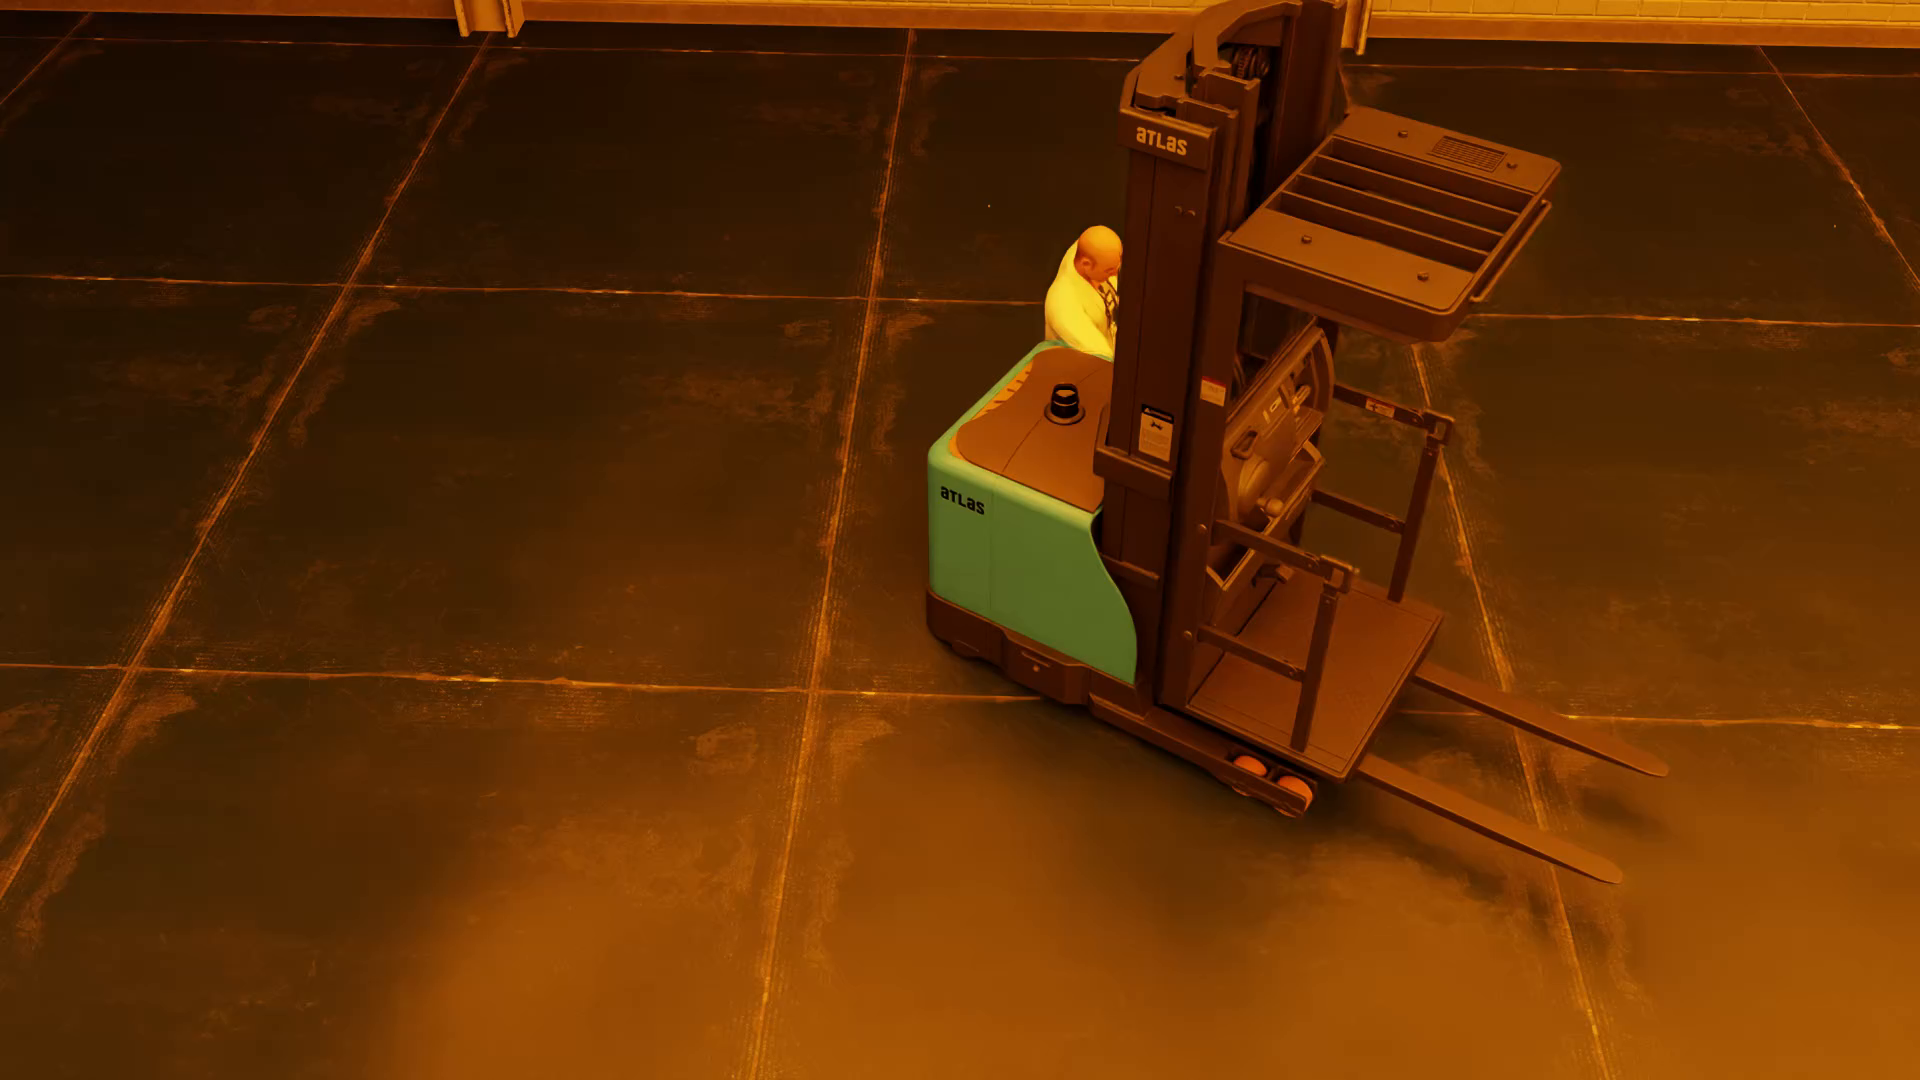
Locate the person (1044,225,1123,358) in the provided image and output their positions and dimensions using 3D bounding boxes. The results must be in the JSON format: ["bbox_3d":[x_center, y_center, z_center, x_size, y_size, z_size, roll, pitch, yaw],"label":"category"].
[{"bbox_3d":[0.776,-0.763,7.615,0.815,1.535,0.944,15,45,16],"label":"person"}]

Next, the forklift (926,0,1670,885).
[{"bbox_3d":[1.366,-0.381,6.160,3.031,2.935,1.130,24,47,24],"label":"forklift"}]
